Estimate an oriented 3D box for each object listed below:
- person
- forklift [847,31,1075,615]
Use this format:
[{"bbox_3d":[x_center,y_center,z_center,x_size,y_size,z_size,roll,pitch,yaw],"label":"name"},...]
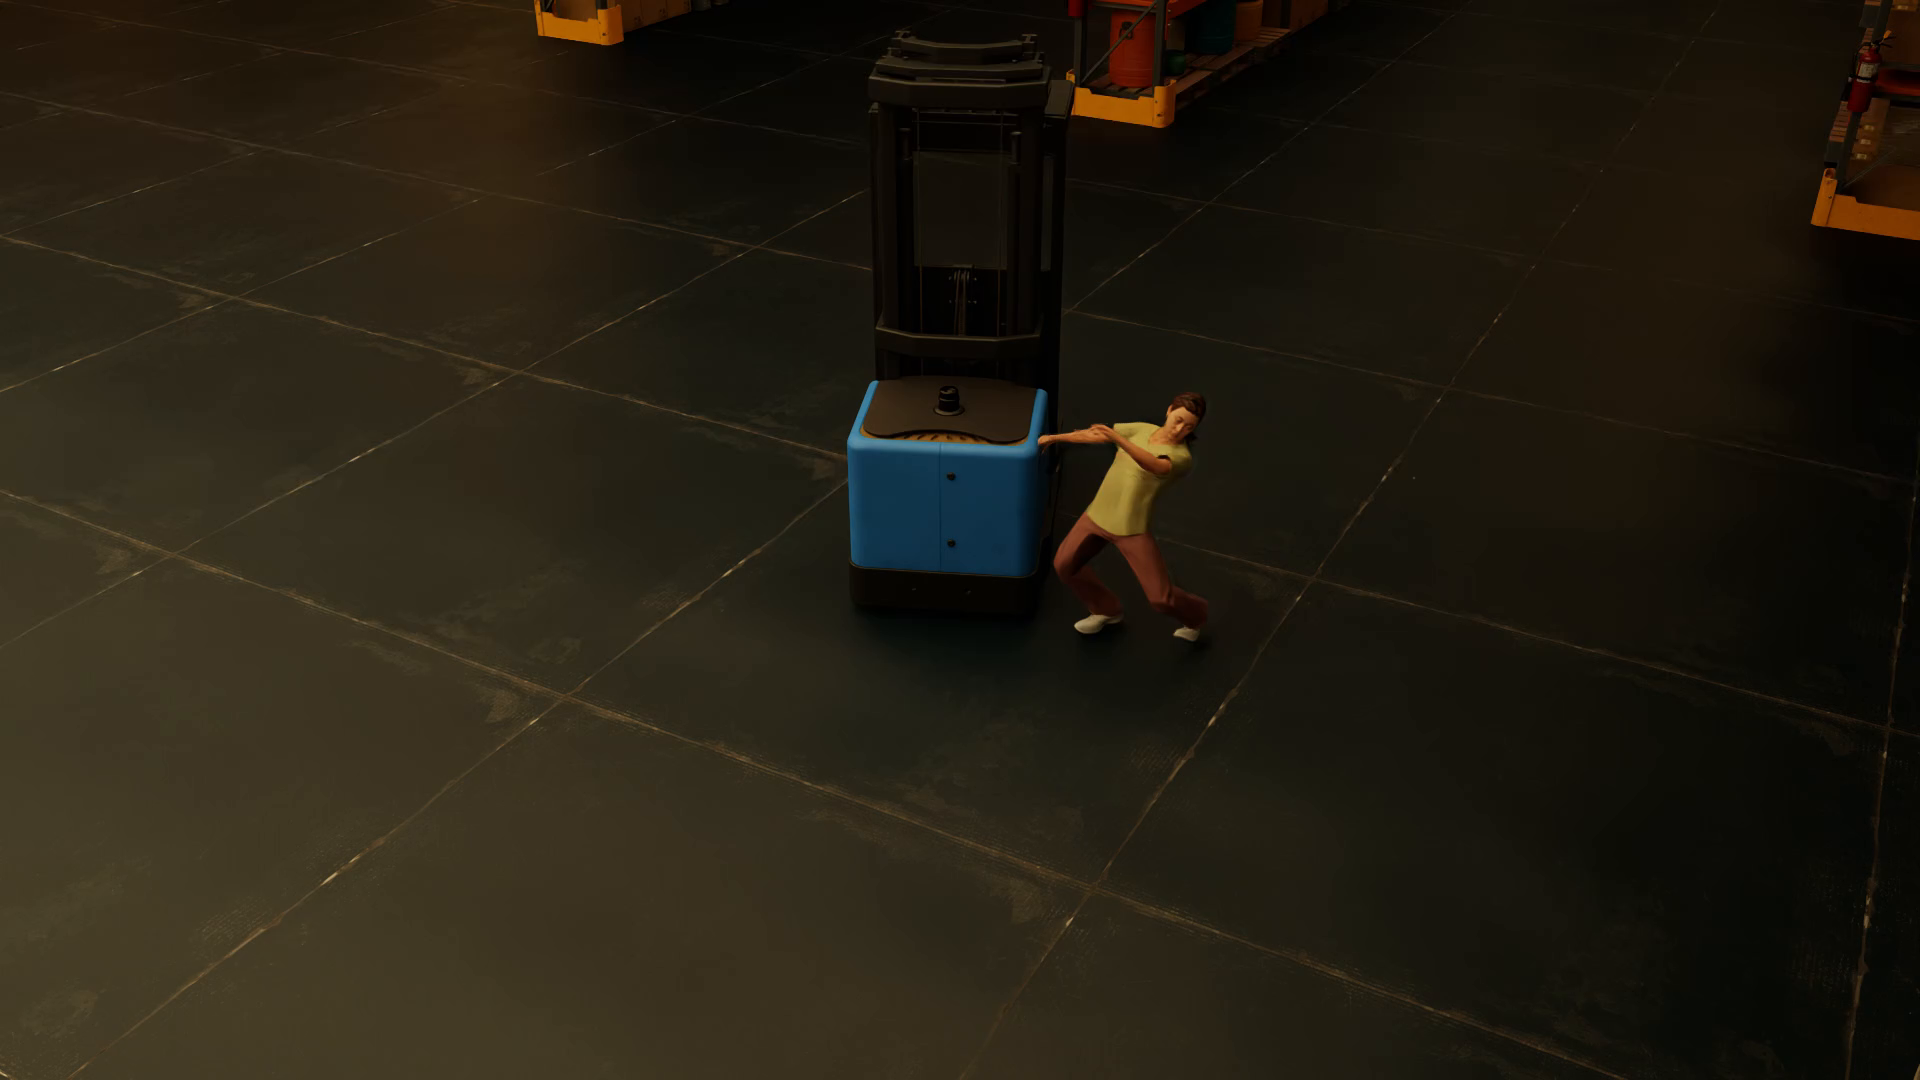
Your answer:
[{"bbox_3d":[0.802,-0.125,8.748,0.984,1.426,0.716,24,38,35],"label":"person"},{"bbox_3d":[0.072,-1.572,9.794,1.130,2.935,3.031,3,30,6],"label":"forklift"}]
